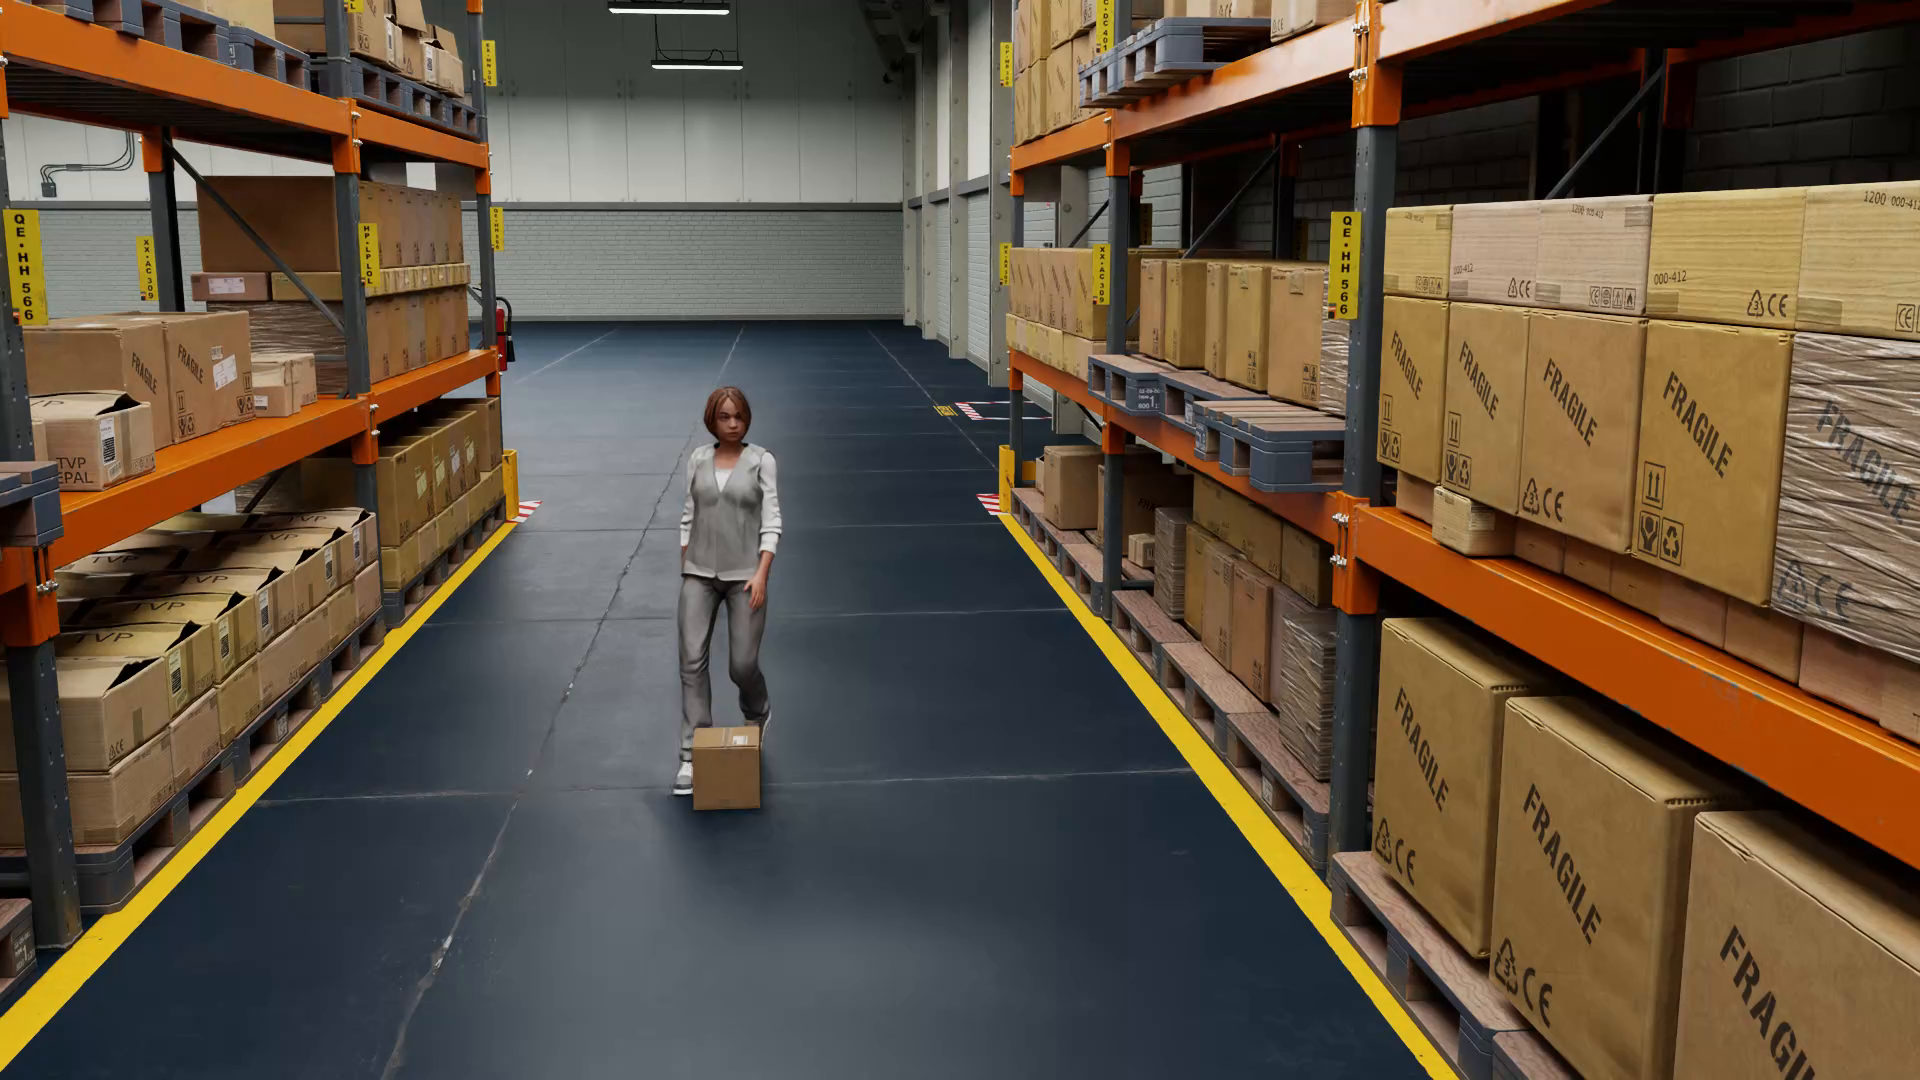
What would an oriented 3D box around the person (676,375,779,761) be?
[{"bbox_3d":[-0.933,0.161,6.720,0.410,1.652,0.389,-1,10,-5],"label":"person"}]
